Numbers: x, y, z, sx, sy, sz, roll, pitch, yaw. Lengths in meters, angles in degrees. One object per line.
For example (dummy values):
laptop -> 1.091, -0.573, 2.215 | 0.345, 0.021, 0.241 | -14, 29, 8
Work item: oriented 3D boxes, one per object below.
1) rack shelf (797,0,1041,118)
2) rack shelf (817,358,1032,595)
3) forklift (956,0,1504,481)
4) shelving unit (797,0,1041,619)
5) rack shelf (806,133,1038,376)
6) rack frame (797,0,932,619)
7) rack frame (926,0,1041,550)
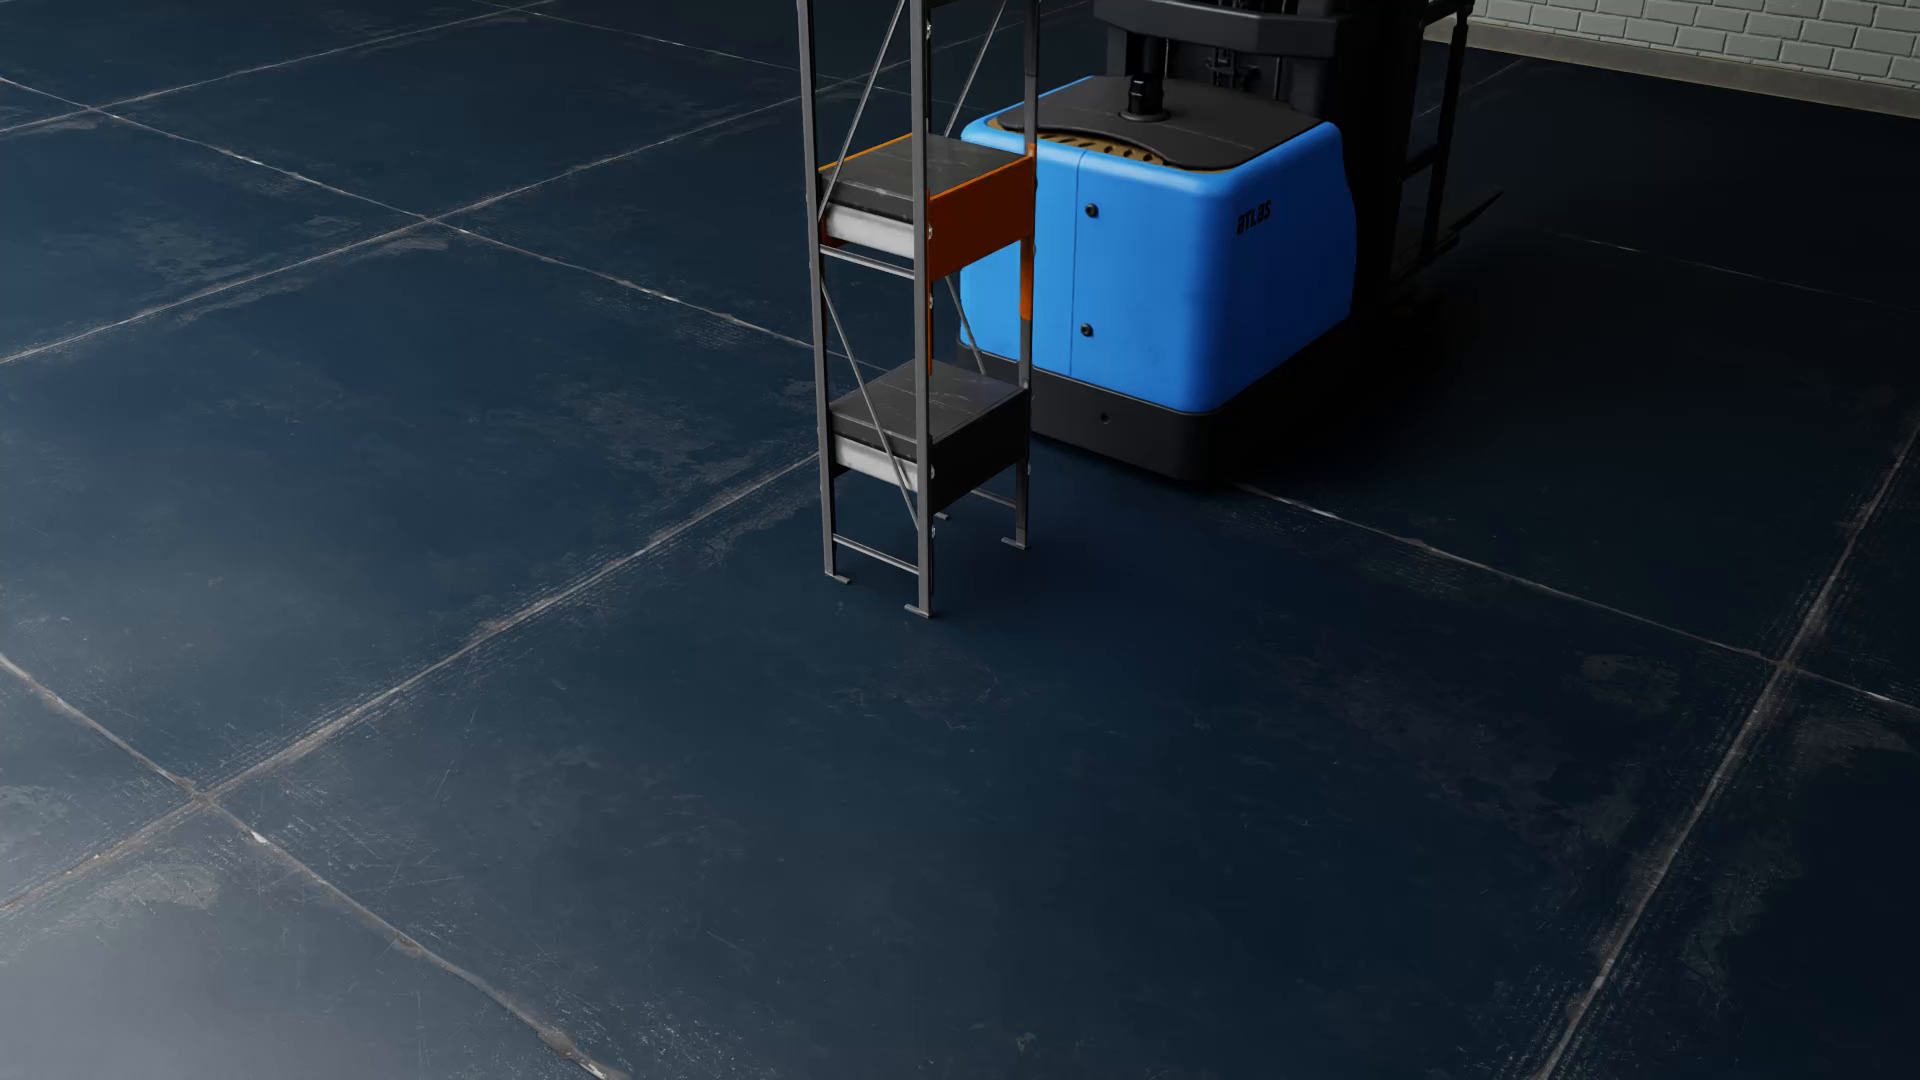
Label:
rack shelf -> -0.100, -1.426, 4.251 | 0.431, 0.518, 0.480 | 21, 37, 31
rack shelf -> -0.100, -0.222, 4.965 | 0.431, 0.518, 0.480 | 21, 37, 31
forklift -> 1.274, -2.147, 5.999 | 1.130, 2.935, 3.031 | 21, 37, 31
shelving unit -> -0.100, -0.836, 4.601 | 0.431, 2.100, 0.503 | 21, 37, 31
rack shelf -> -0.100, -0.824, 4.608 | 0.431, 0.518, 0.480 | 21, 37, 31
rack frame -> -0.247, -0.737, 4.434 | 0.400, 2.100, 0.015 | 21, 37, 31
rack frame -> 0.047, -0.935, 4.769 | 0.400, 2.100, 0.015 | 21, 37, 31
